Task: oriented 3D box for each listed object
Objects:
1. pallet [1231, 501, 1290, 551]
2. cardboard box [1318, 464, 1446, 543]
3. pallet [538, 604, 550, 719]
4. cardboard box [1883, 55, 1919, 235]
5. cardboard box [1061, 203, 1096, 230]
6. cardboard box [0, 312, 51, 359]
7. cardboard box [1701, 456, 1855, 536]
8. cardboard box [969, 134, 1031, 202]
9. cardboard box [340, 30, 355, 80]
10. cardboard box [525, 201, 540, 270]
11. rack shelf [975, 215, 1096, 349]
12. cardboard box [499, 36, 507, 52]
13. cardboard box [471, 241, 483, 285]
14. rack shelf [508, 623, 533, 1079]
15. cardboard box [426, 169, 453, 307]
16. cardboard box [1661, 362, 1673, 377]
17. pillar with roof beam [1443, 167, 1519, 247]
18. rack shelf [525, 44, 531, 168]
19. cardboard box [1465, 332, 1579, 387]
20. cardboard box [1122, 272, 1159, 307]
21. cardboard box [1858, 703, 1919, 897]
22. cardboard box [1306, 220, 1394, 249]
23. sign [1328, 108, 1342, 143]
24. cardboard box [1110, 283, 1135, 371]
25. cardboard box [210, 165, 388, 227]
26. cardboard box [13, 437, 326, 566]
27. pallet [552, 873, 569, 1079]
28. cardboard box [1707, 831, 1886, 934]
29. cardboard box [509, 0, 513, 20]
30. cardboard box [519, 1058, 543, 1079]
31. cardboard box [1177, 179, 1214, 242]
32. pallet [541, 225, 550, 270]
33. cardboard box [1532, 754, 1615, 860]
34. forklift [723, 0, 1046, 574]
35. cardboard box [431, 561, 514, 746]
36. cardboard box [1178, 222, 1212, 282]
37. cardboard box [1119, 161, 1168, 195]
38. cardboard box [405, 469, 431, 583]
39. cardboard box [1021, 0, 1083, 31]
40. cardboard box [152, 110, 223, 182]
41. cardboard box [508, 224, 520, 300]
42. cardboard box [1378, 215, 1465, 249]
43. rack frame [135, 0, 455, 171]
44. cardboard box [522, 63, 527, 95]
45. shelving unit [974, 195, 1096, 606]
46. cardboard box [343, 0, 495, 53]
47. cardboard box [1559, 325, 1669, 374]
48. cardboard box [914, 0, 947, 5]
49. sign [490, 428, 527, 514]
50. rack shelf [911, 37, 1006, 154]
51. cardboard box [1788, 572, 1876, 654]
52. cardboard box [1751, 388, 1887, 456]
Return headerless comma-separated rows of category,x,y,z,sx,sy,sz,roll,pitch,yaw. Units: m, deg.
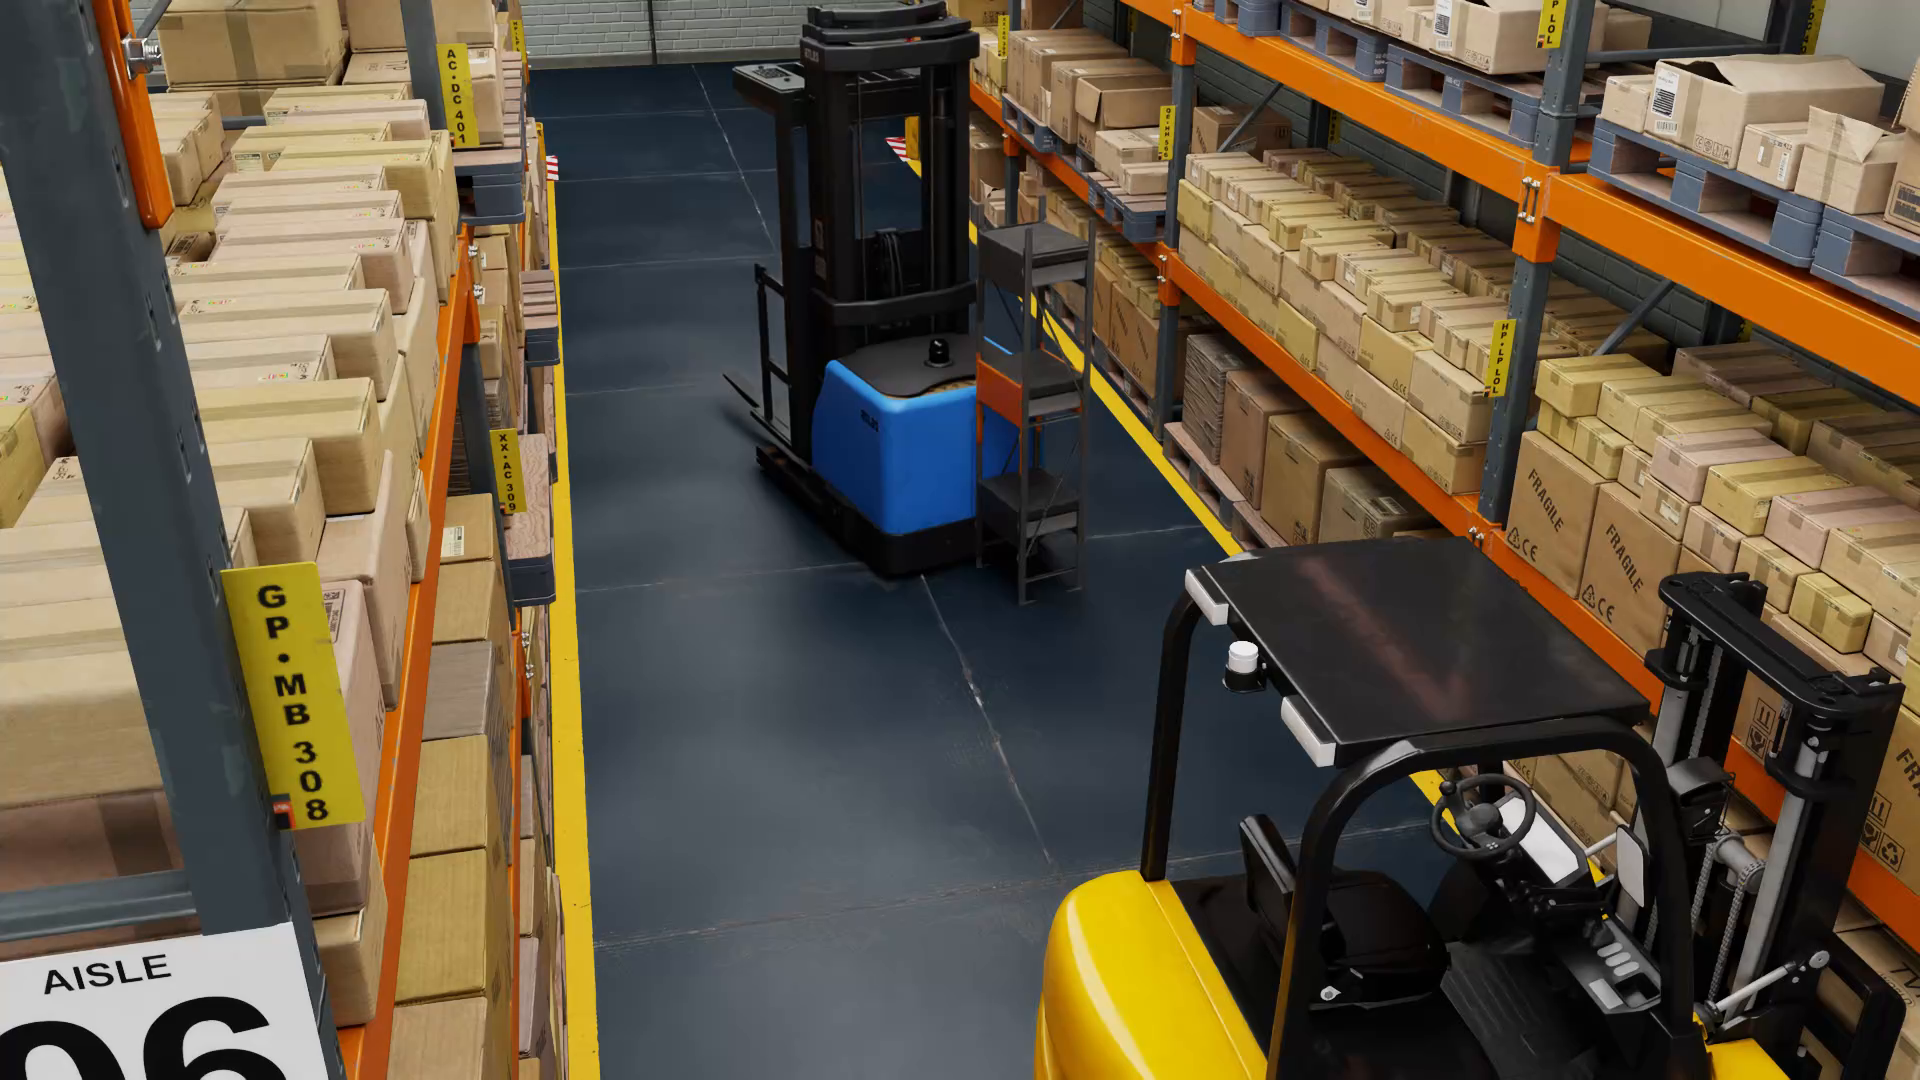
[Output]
pallet,2.209,0.084,9.349,1.003,0.211,1.213,-6,27,-12
cardboard box,2.396,-0.001,8.593,0.875,0.625,0.625,-6,27,-12
pallet,-2.599,0.568,8.391,1.003,0.211,1.213,-6,27,-12
cardboard box,3.028,-1.056,4.492,0.797,0.503,0.637,-5,27,-10
cardboard box,1.012,-2.535,13.032,0.380,0.149,0.250,-6,27,-12
cardboard box,-1.791,-0.314,3.107,0.380,0.149,0.250,-7,28,-13
cardboard box,2.730,-0.150,5.557,0.380,0.149,0.250,-6,27,-12
cardboard box,0.421,-3.531,15.725,0.700,0.500,0.500,-7,28,-14
cardboard box,-2.525,-1.723,6.206,0.500,0.250,0.500,-6,27,-11
cardboard box,-3.518,-1.890,12.057,0.875,0.875,0.875,-5,27,-10
rack shelf,0.382,-1.331,8.533,0.431,0.518,0.480,-14,30,-25
cardboard box,-3.382,-3.180,11.501,0.500,0.500,0.500,-5,27,-10
cardboard box,-2.250,-1.162,7.096,0.380,0.149,0.250,-4,27,-9
rack shelf,-1.693,1.400,4.445,1.077,0.370,4.000,-6,27,-12
cardboard box,-1.667,-0.815,4.544,0.500,0.250,0.500,-6,27,-12
cardboard box,2.827,-0.709,7.438,0.500,0.250,0.500,-6,27,-12
pillar with roof beam,-1.232,-3.821,7.333,9.100,9.000,0.400,-6,27,-12
rack shelf,-4.397,-3.868,14.882,1.077,0.370,4.000,-6,27,-12
cardboard box,2.398,-0.766,7.108,0.380,0.149,0.250,-5,27,-10
cardboard box,1.340,-1.729,11.435,0.380,0.149,0.250,-7,28,-14
cardboard box,3.003,0.764,4.797,0.500,0.500,0.500,-6,27,-13
cardboard box,2.029,-1.555,8.671,0.380,0.149,0.250,-6,27,-12
sign,2.330,-2.635,10.357,0.100,0.325,0.005,-6,27,-12
cardboard box,1.383,-1.517,11.734,0.500,0.500,0.500,-6,27,-12
cardboard box,-1.610,-0.809,4.089,0.380,0.149,0.250,-6,28,-13
cardboard box,-1.192,-0.027,2.540,0.380,0.149,0.250,-6,27,-12
pallet,-1.958,1.737,6.074,1.003,0.211,1.213,-6,27,-12
cardboard box,2.834,1.207,5.505,0.500,0.250,0.500,-7,28,-13
cardboard box,-3.926,-4.258,13.636,0.500,0.500,0.500,-6,27,-12
cardboard box,-1.388,1.820,4.569,0.500,0.500,0.500,-5,27,-11
cardboard box,1.628,-1.995,9.984,0.500,0.250,0.500,-6,27,-12
pallet,-4.042,-2.408,14.286,1.003,0.211,1.213,-6,27,-12
cardboard box,2.615,0.977,6.516,0.500,0.250,0.500,-6,27,-12
forklift,-0.642,-1.752,9.968,1.130,2.935,3.031,-14,30,-25
cardboard box,-1.678,0.419,5.150,0.500,0.500,0.500,-5,27,-10
cardboard box,1.652,-1.774,10.102,0.500,0.250,0.500,-6,27,-11
cardboard box,1.268,-2.385,10.959,0.380,0.149,0.250,-5,27,-11
cardboard box,-1.296,-0.015,3.401,0.380,0.149,0.250,-6,27,-11
cardboard box,0.812,-4.898,15.129,0.500,0.500,0.500,-7,28,-13
cardboard box,-2.304,-1.099,4.663,0.380,0.149,0.250,-5,27,-10
cardboard box,-2.545,-1.522,8.530,0.500,0.500,0.500,-6,27,-12
cardboard box,2.425,-1.600,8.761,0.380,0.149,0.250,-5,27,-10
rack frame,-2.144,-2.477,4.671,1.000,3.000,0.127,-6,27,-12
cardboard box,-4.012,-4.028,14.291,0.500,0.500,0.500,-6,27,-11
shelving unit,0.382,-0.718,8.842,0.431,2.100,0.503,-14,30,-25
cardboard box,-2.007,-1.997,6.193,0.500,0.250,0.500,-7,28,-13
cardboard box,2.821,-0.815,7.204,0.380,0.149,0.250,-7,28,-13
cardboard box,-0.173,-5.412,16.979,0.500,0.250,0.500,-6,27,-11
sign,-1.617,-0.244,5.943,0.100,0.325,0.005,-6,27,-12
rack shelf,0.438,-4.373,15.884,1.077,0.370,4.000,-6,27,-12
cardboard box,2.836,0.209,5.176,0.380,0.149,0.250,-7,28,-13
cardboard box,3.147,-0.433,6.117,0.380,0.149,0.250,-6,27,-12
